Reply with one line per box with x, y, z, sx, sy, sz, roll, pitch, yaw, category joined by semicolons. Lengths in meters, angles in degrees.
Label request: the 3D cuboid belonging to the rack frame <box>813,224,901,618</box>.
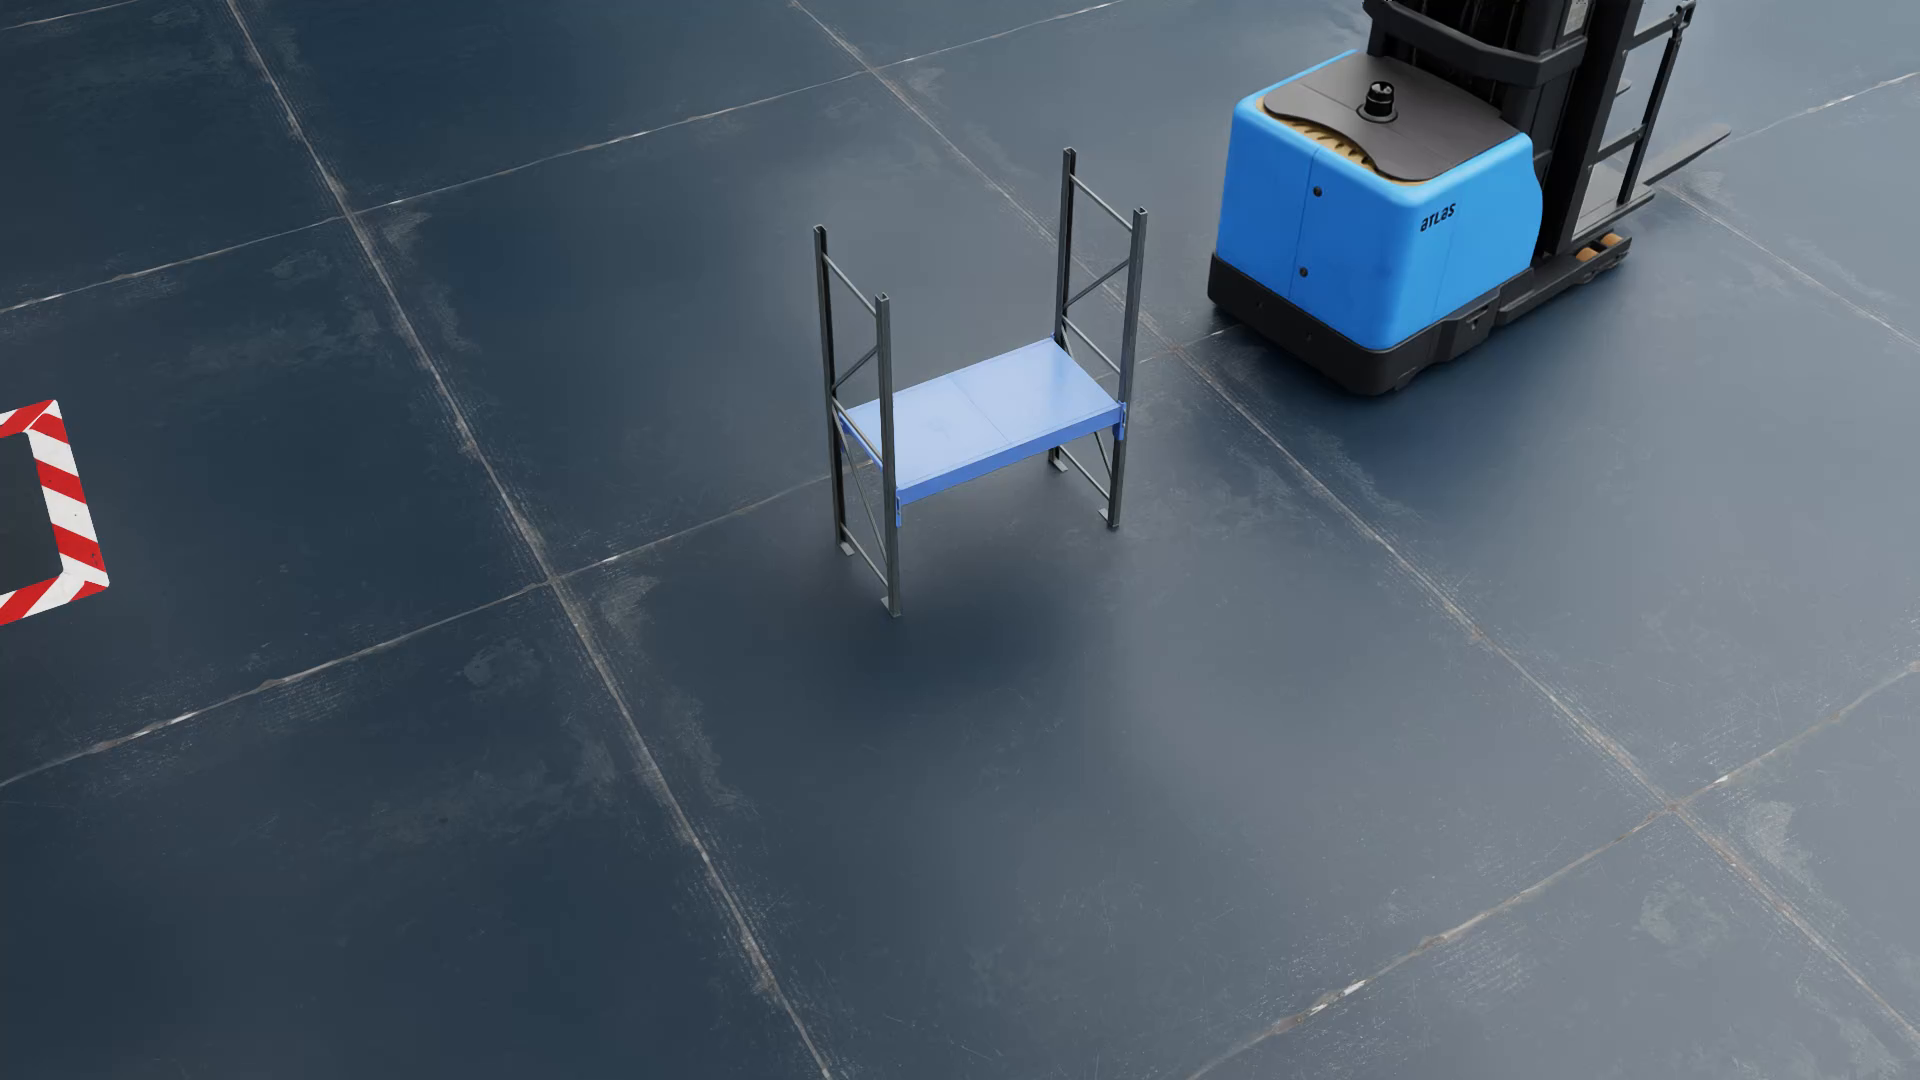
-0.367;-0.391;6.076;0.032;1.500;0.500;-22;48;-21;rack frame

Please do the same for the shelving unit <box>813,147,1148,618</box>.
0.074;-0.568;6.258;1.048;1.500;0.538;-22;48;-21;shelving unit

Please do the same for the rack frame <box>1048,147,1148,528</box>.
0.515;-0.744;6.440;0.032;1.500;0.500;-22;48;-21;rack frame

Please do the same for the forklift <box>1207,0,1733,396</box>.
-7.959;-2.969;7.704;18.733;2.935;15.389;-29;51;-27;forklift

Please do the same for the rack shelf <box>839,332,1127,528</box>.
0.074;-0.439;6.383;1.000;0.185;0.538;-22;48;-21;rack shelf
